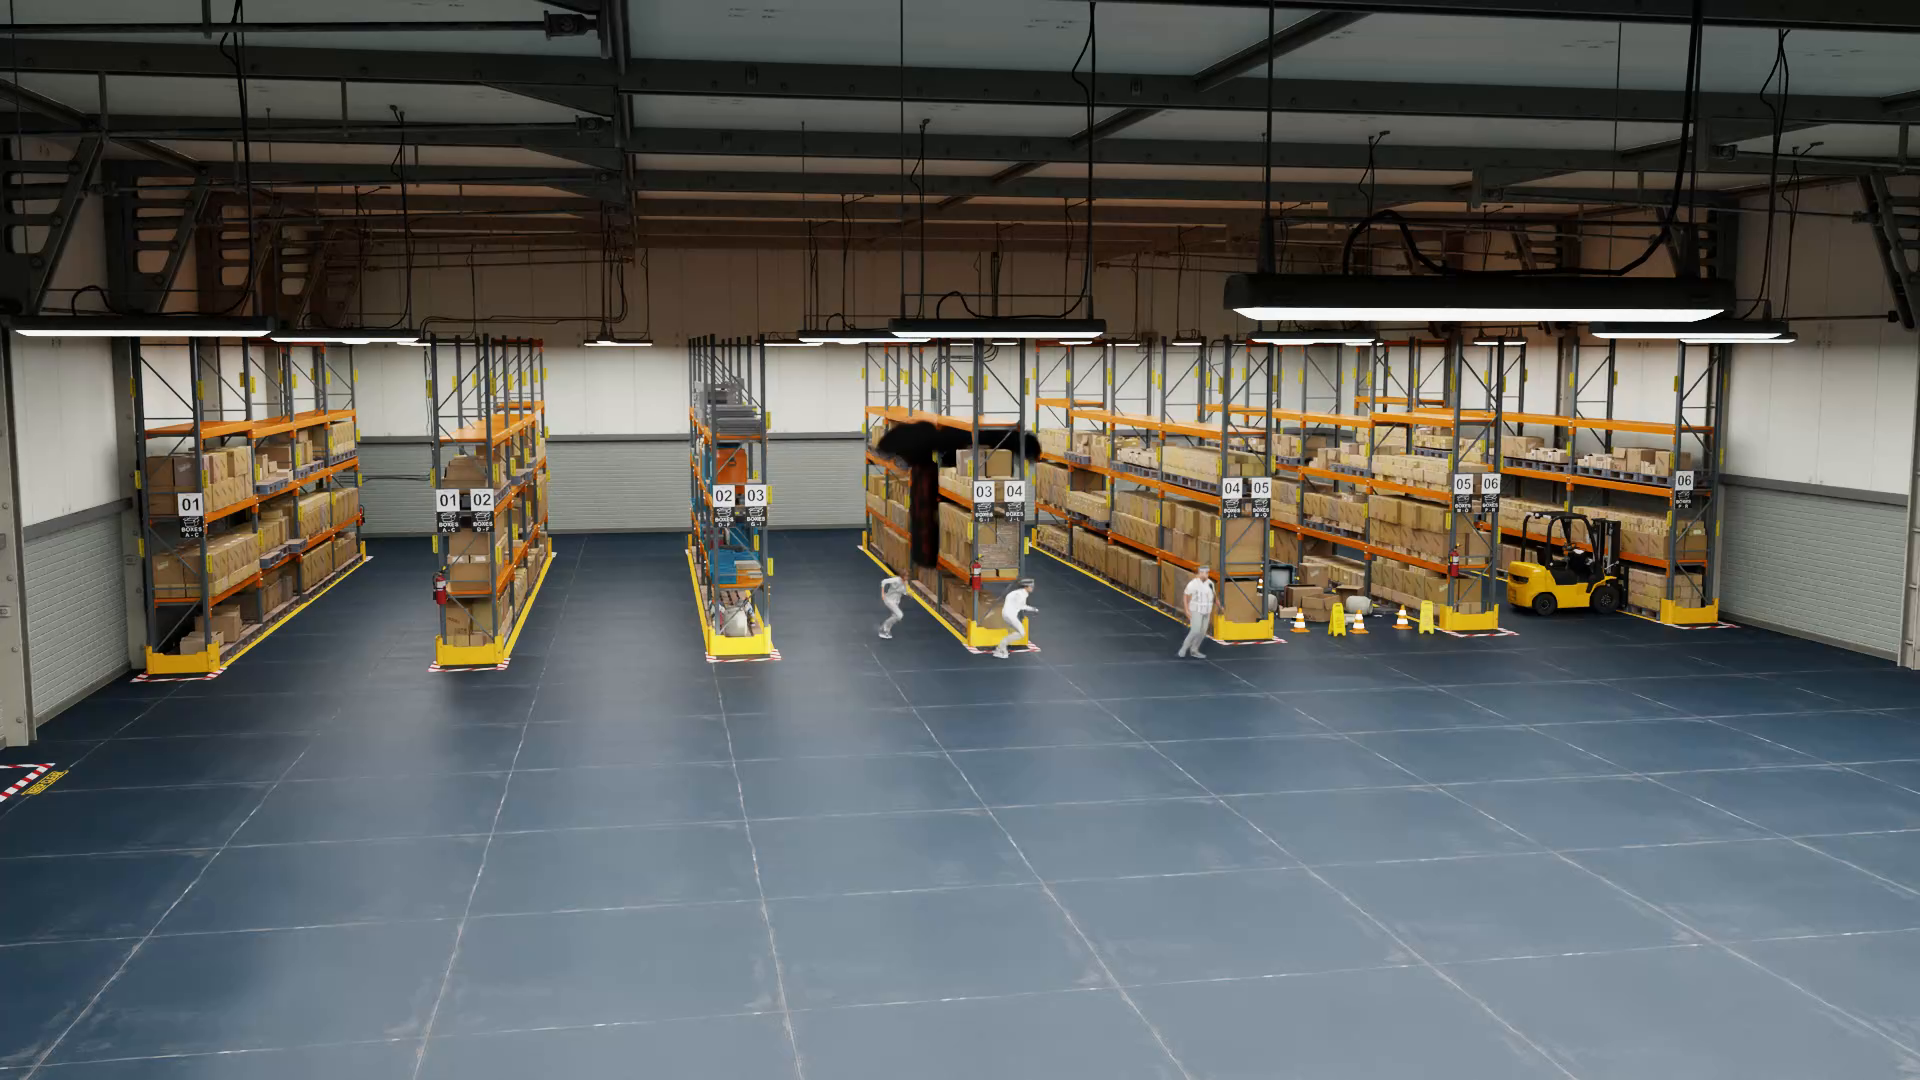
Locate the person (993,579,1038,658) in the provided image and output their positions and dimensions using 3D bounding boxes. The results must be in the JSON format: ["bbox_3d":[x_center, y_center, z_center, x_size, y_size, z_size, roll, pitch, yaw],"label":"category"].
[{"bbox_3d":[1.019,1.460,30.786,0.819,1.494,0.646,1,7,10],"label":"person"}]

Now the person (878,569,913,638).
[{"bbox_3d":[-1.295,1.259,32.714,0.824,1.430,0.566,5,8,36],"label":"person"}]

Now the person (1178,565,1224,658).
[{"bbox_3d":[4.479,1.337,30.834,0.705,1.753,0.691,-5,8,-36],"label":"person"}]
